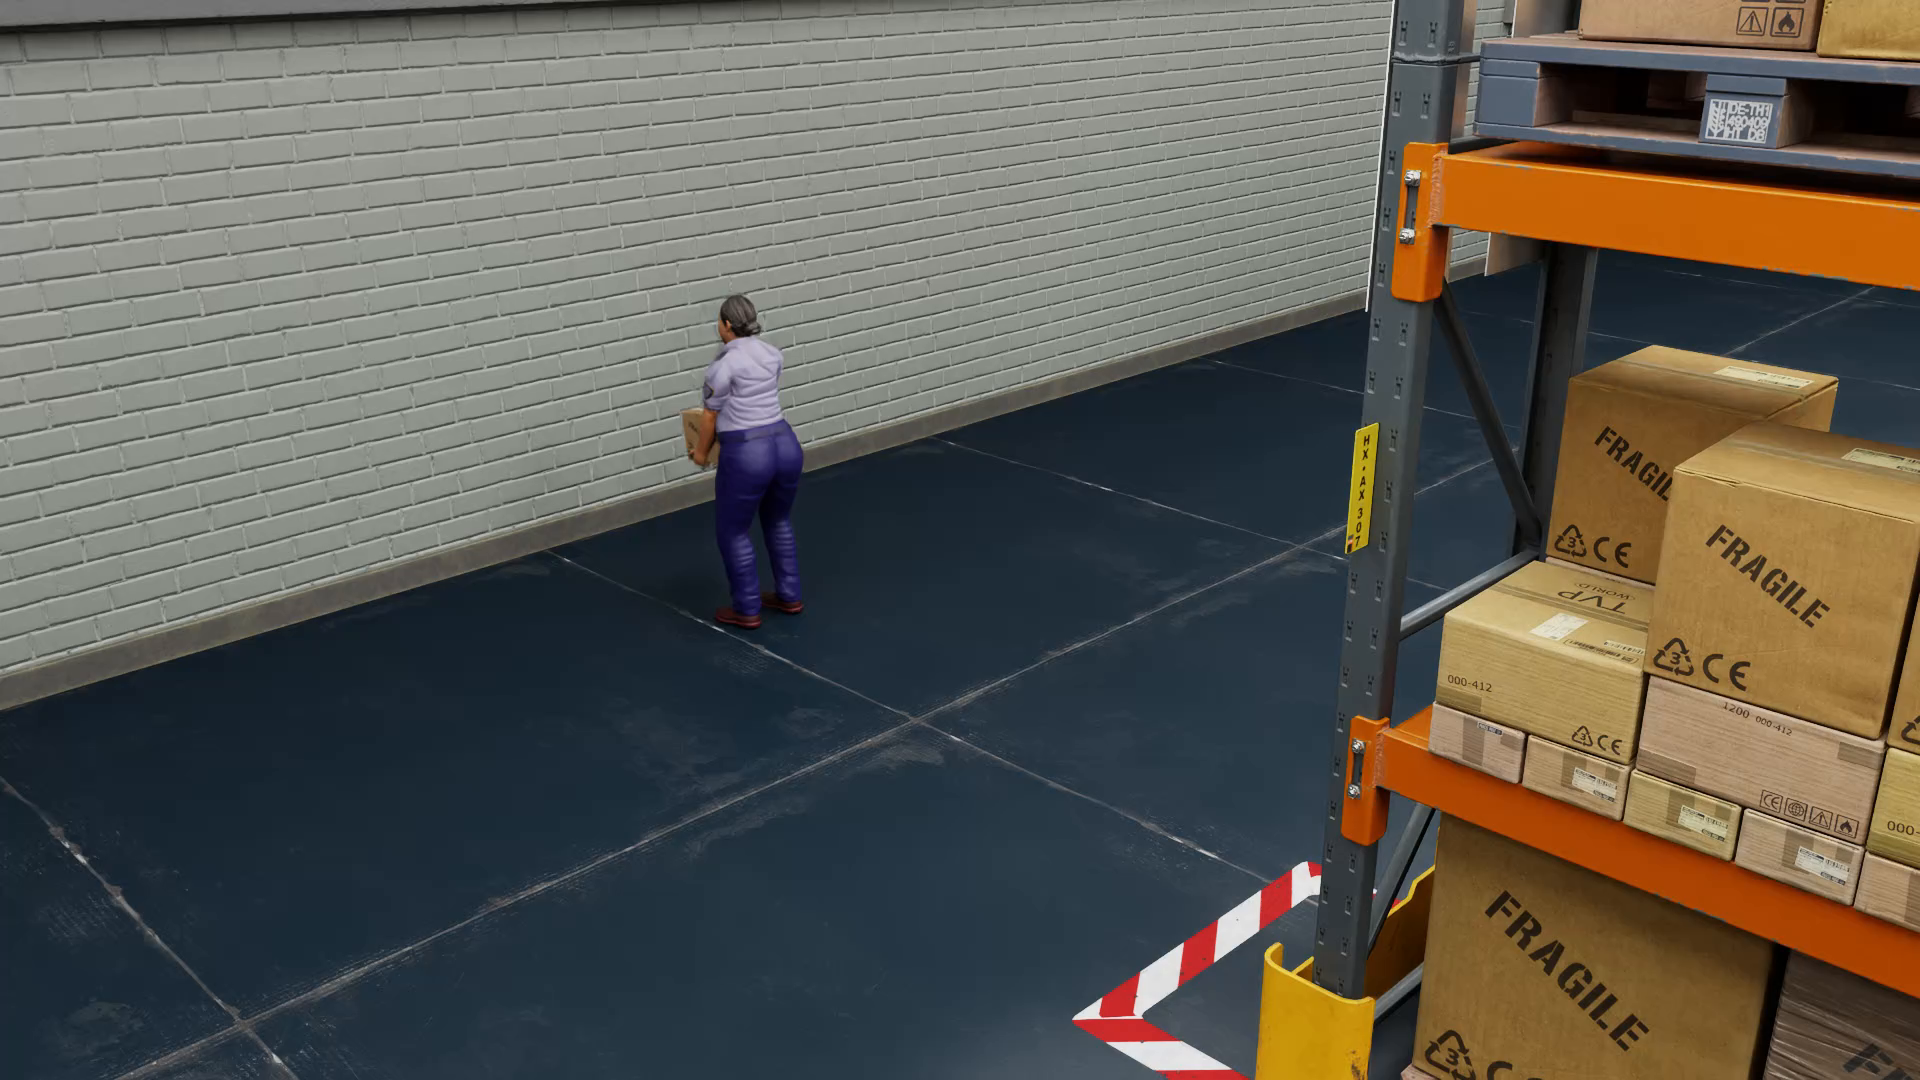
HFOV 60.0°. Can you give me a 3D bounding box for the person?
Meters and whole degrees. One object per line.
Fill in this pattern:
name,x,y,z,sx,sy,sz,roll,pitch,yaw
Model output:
person,-1.060,-0.397,8.173,0.544,1.641,0.435,18,27,40
